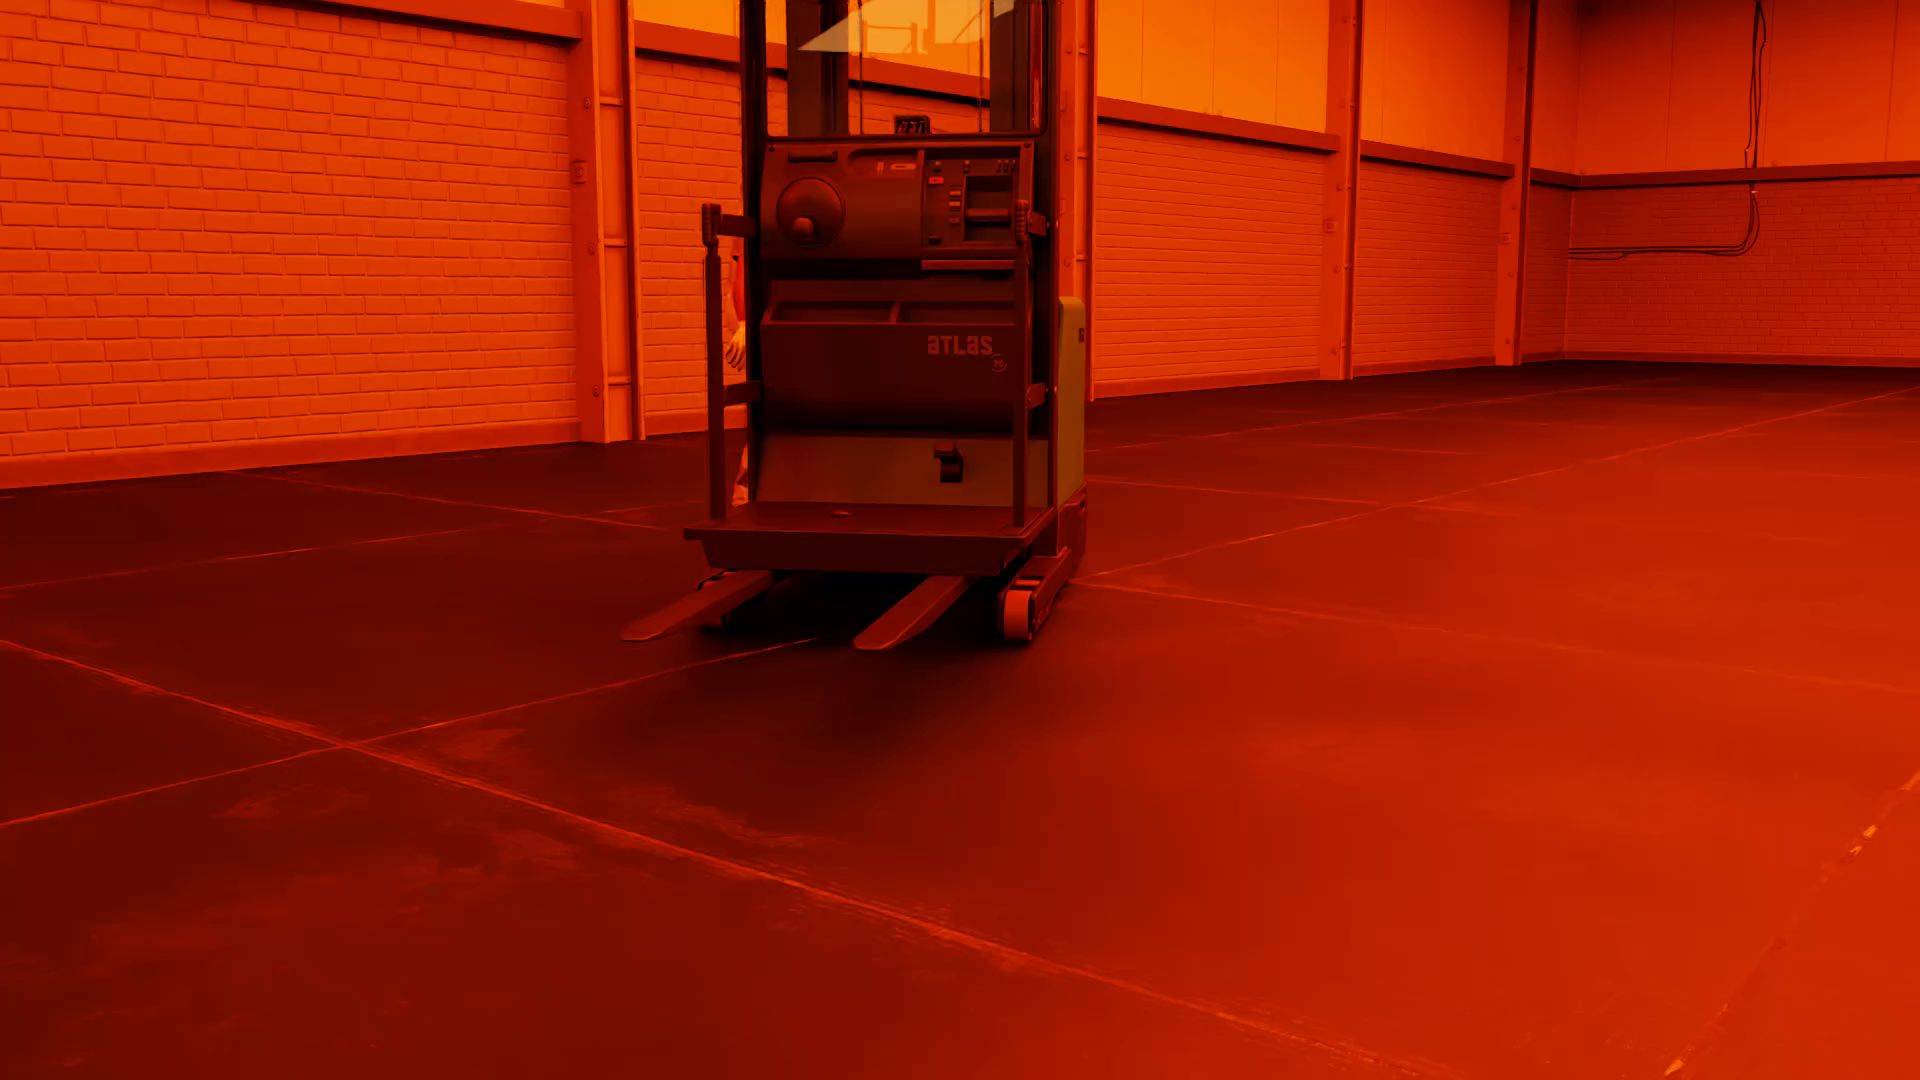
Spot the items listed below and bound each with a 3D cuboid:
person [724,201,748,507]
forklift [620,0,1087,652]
[{"bbox_3d":[-0.864,-0.968,7.707,0.429,1.749,0.849,0,8,-2],"label":"person"},{"bbox_3d":[-0.251,-1.188,5.400,1.130,2.935,3.031,2,8,10],"label":"forklift"}]
